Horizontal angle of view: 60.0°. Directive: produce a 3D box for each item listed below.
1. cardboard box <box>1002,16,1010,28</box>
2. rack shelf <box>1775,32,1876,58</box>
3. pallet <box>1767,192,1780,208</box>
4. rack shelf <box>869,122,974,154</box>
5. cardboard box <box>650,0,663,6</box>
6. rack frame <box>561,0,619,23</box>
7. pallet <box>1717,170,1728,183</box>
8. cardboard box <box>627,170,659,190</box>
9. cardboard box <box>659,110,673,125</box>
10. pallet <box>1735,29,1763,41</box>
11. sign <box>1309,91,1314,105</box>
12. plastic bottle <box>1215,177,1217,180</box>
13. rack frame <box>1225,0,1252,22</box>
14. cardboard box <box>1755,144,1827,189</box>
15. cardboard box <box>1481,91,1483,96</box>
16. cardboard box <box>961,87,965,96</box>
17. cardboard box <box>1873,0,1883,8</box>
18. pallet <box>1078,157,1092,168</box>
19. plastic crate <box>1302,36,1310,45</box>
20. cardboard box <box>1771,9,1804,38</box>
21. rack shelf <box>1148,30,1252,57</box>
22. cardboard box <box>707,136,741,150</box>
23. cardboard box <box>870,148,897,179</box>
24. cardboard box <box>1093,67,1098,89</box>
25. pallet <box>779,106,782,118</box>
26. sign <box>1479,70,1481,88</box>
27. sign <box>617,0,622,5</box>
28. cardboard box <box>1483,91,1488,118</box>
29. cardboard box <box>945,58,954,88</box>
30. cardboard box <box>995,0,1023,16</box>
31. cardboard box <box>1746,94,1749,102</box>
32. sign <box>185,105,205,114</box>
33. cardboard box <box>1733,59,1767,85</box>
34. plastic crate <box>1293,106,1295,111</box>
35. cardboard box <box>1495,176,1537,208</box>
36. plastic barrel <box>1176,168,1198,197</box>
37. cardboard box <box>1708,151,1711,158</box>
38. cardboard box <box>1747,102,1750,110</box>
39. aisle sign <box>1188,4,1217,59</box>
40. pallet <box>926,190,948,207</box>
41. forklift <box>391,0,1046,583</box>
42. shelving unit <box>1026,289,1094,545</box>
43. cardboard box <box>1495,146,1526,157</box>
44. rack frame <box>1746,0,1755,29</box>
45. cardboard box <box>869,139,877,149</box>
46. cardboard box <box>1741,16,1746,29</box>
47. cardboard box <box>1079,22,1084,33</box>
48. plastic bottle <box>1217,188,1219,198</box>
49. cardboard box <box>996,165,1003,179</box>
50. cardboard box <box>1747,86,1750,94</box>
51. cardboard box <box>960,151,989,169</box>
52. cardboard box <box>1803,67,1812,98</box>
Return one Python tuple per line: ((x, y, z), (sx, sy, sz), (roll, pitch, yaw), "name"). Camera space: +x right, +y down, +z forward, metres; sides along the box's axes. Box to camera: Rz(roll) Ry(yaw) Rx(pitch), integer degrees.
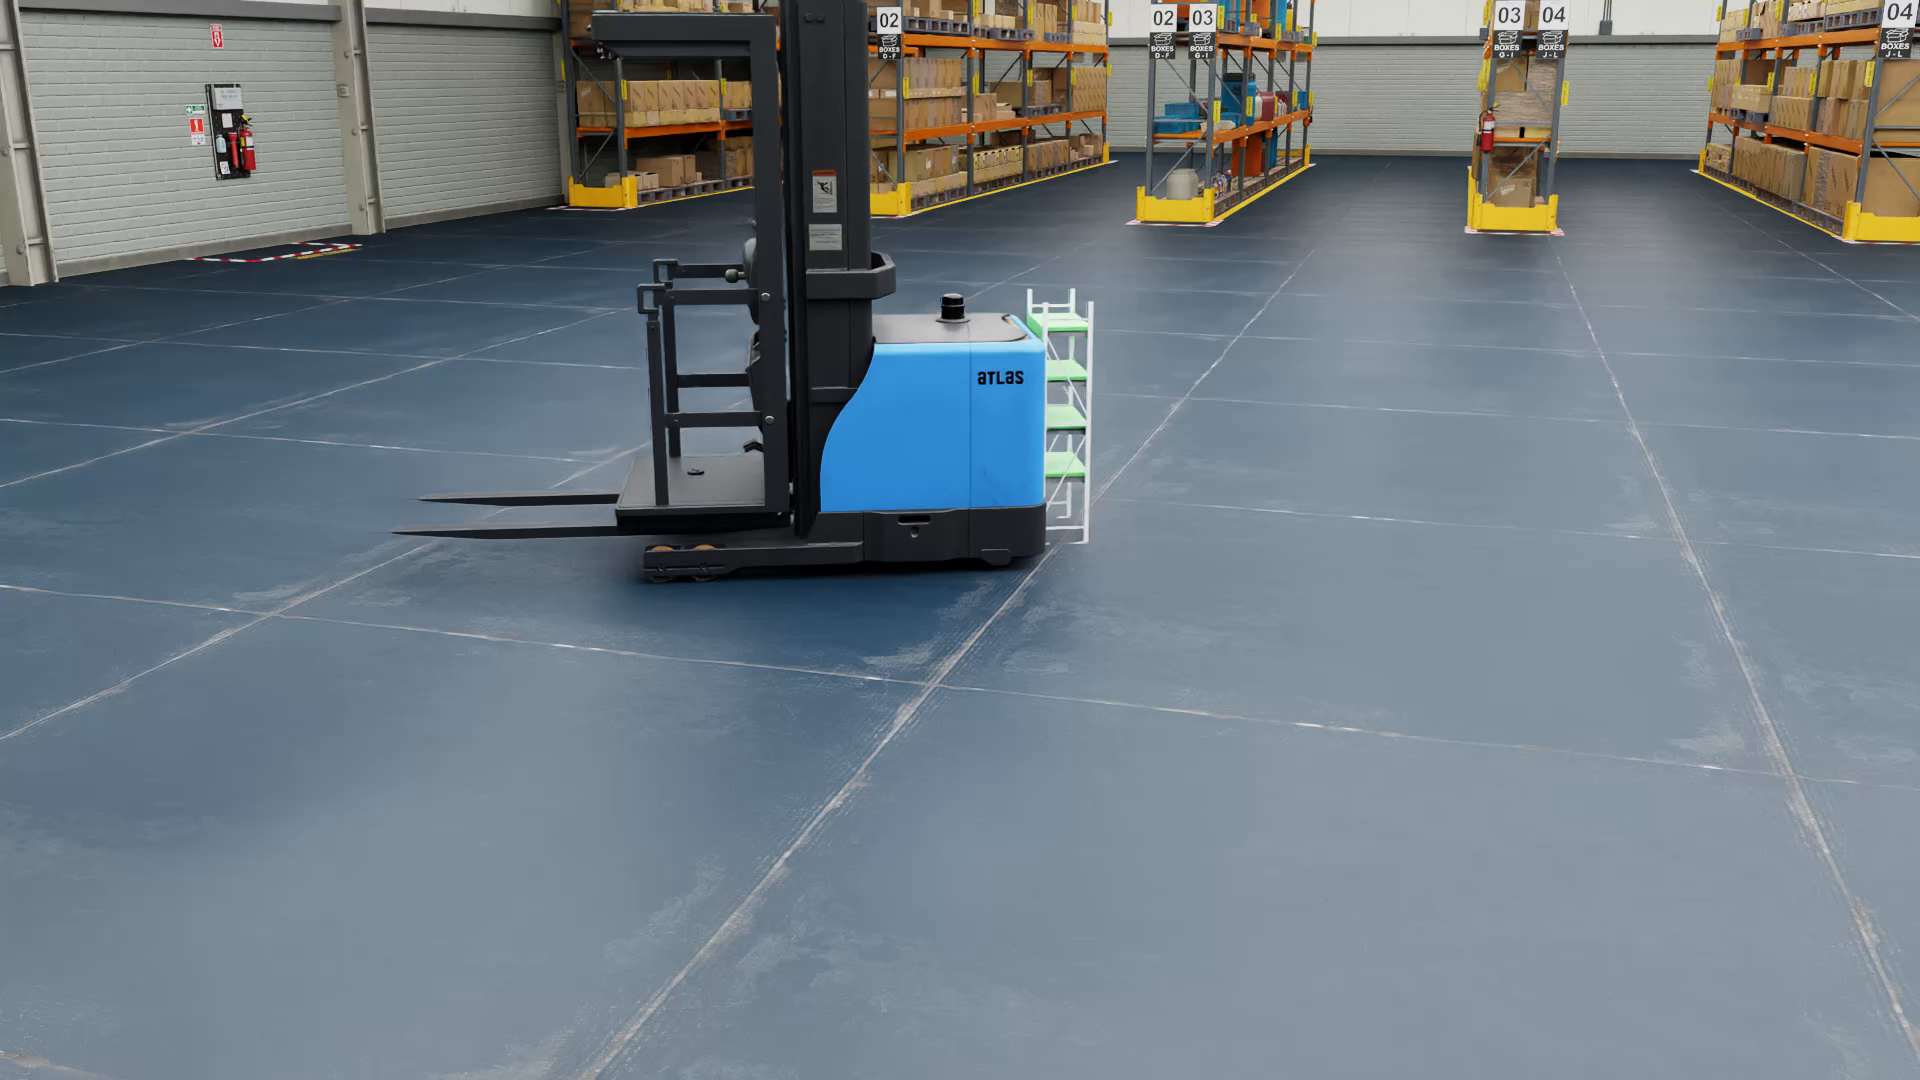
((0.678, -10.175, 32.714), (0.500, 0.250, 0.500), (5, 17, 17), "cardboard box")
((14.540, -8.257, 27.766), (1.077, 0.370, 4.000), (5, 16, 16), "rack shelf")
((14.463, -5.823, 28.474), (1.003, 0.211, 1.213), (5, 16, 16), "pallet")
((-0.820, -6.948, 28.647), (1.077, 0.370, 4.000), (5, 16, 16), "rack shelf")
((-5.471, -9.480, 28.706), (0.500, 0.500, 0.500), (5, 17, 17), "cardboard box")
((-6.139, -10.040, 27.236), (1.000, 3.000, 0.127), (5, 16, 16), "rack frame")
((16.402, -7.567, 34.621), (1.003, 0.211, 1.213), (5, 16, 16), "pallet")
((-5.694, -6.395, 29.501), (0.500, 0.311, 0.500), (6, 17, 20), "cardboard box")
((-5.412, -7.464, 29.387), (0.500, 0.250, 0.500), (4, 16, 15), "cardboard box")
((15.967, -9.930, 32.687), (1.213, 0.211, 1.003), (5, 16, 16), "pallet")
((8.438, -10.612, 39.946), (0.100, 0.325, 0.005), (5, 16, 16), "sign")
((4.337, -6.013, 28.203), (0.061, 0.283, 0.133), (5, 16, 16), "plastic bottle")
((4.496, -10.318, 28.217), (1.000, 3.000, 0.127), (5, 16, 16), "rack frame")
((14.849, -6.651, 29.634), (1.050, 0.750, 0.750), (4, 16, 15), "cardboard box")
((11.393, -9.714, 35.435), (0.500, 0.500, 0.500), (5, 17, 17), "cardboard box")
((-0.124, -8.090, 29.982), (0.380, 0.149, 0.250), (5, 16, 16), "cardboard box")
((12.604, -7.276, 22.496), (0.380, 0.149, 0.250), (5, 16, 16), "cardboard box")
((2.562, -9.068, 39.915), (1.003, 0.211, 1.213), (5, 16, 16), "pallet")
((7.900, -11.633, 38.736), (0.450, 0.188, 0.336), (5, 16, 16), "plastic crate")
((15.027, -9.344, 30.095), (0.500, 0.500, 0.500), (5, 16, 16), "cardboard box")
((3.928, -8.006, 26.880), (1.077, 0.370, 4.000), (5, 16, 16), "rack shelf")
((-4.687, -7.880, 33.013), (0.500, 0.250, 0.500), (4, 16, 15), "cardboard box")
((-1.252, -6.437, 28.422), (0.500, 0.500, 0.500), (5, 16, 16), "cardboard box")
((3.010, -11.080, 39.880), (0.500, 0.500, 0.500), (5, 17, 17), "cardboard box")
((-3.966, -8.960, 34.773), (1.213, 0.211, 1.003), (5, 16, 16), "pallet")
((9.848, -8.694, 31.362), (0.100, 0.325, 0.005), (5, 16, 16), "sign")
((-5.619, -8.976, 27.378), (0.100, 0.325, 0.005), (5, 16, 16), "sign")
((8.318, -6.475, 24.931), (0.875, 0.500, 0.500), (5, 16, 16), "cardboard box")
((-0.514, -8.241, 29.325), (0.700, 0.500, 0.500), (5, 16, 16), "cardboard box")
((1.015, -10.950, 33.924), (0.500, 0.500, 0.500), (5, 16, 16), "cardboard box")
((15.177, -8.410, 31.629), (0.380, 0.149, 0.250), (5, 17, 17), "cardboard box")
((-9.460, -5.327, 20.576), (0.001, 0.109, 0.331), (5, 16, 16), "sign")
((16.119, -9.546, 33.928), (0.500, 0.500, 0.500), (4, 16, 14), "cardboard box")
((7.380, -9.882, 37.781), (0.437, 0.282, 0.530), (5, 16, 16), "plastic crate")
((8.302, -5.163, 24.847), (0.500, 0.500, 0.500), (8, 18, 26), "cardboard box")
((3.616, -5.700, 26.718), (0.421, 0.512, 0.421), (0, 16, 0), "plastic barrel")
((16.855, -8.566, 36.942), (0.380, 0.149, 0.250), (5, 16, 16), "cardboard box")
((15.102, -8.197, 31.423), (0.380, 0.149, 0.250), (4, 16, 13), "cardboard box")
((3.620, -7.595, 24.845), (0.394, 0.787, 0.004), (5, 16, 16), "aisle sign")
((-0.863, -5.951, 28.923), (1.003, 0.211, 1.213), (5, 16, 16), "pallet")
((-1.145, -1.366, 7.774), (3.031, 2.935, 1.130), (-2, 16, -6), "forklift")
((0.488, -0.624, 8.330), (0.258, 1.200, 0.503), (-2, 16, -6), "shelving unit")
((10.079, -7.147, 30.431), (0.500, 0.250, 0.500), (7, 17, 22), "cardboard box")
((16.245, -11.616, 32.793), (1.000, 3.000, 0.127), (5, 16, 16), "rack frame")
((-2.418, -9.481, 40.069), (0.700, 0.500, 0.500), (5, 17, 17), "cardboard box")
((16.132, -10.482, 33.649), (0.500, 0.250, 0.500), (4, 16, 13), "cardboard box")
((2.538, -11.761, 38.158), (0.500, 0.250, 0.500), (5, 16, 16), "cardboard box")
((4.203, -5.728, 27.350), (0.097, 0.201, 0.097), (0, 16, 0), "plastic bottle")
((0.537, -7.185, 32.434), (0.500, 0.250, 0.500), (5, 17, 17), "cardboard box")
((15.178, -8.553, 31.587), (0.380, 0.149, 0.250), (5, 17, 19), "cardboard box")
((0.252, -7.186, 31.408), (0.500, 0.311, 0.500), (4, 16, 15), "cardboard box")
((14.395, -7.563, 27.483), (0.700, 0.500, 0.500), (5, 17, 16), "cardboard box")
